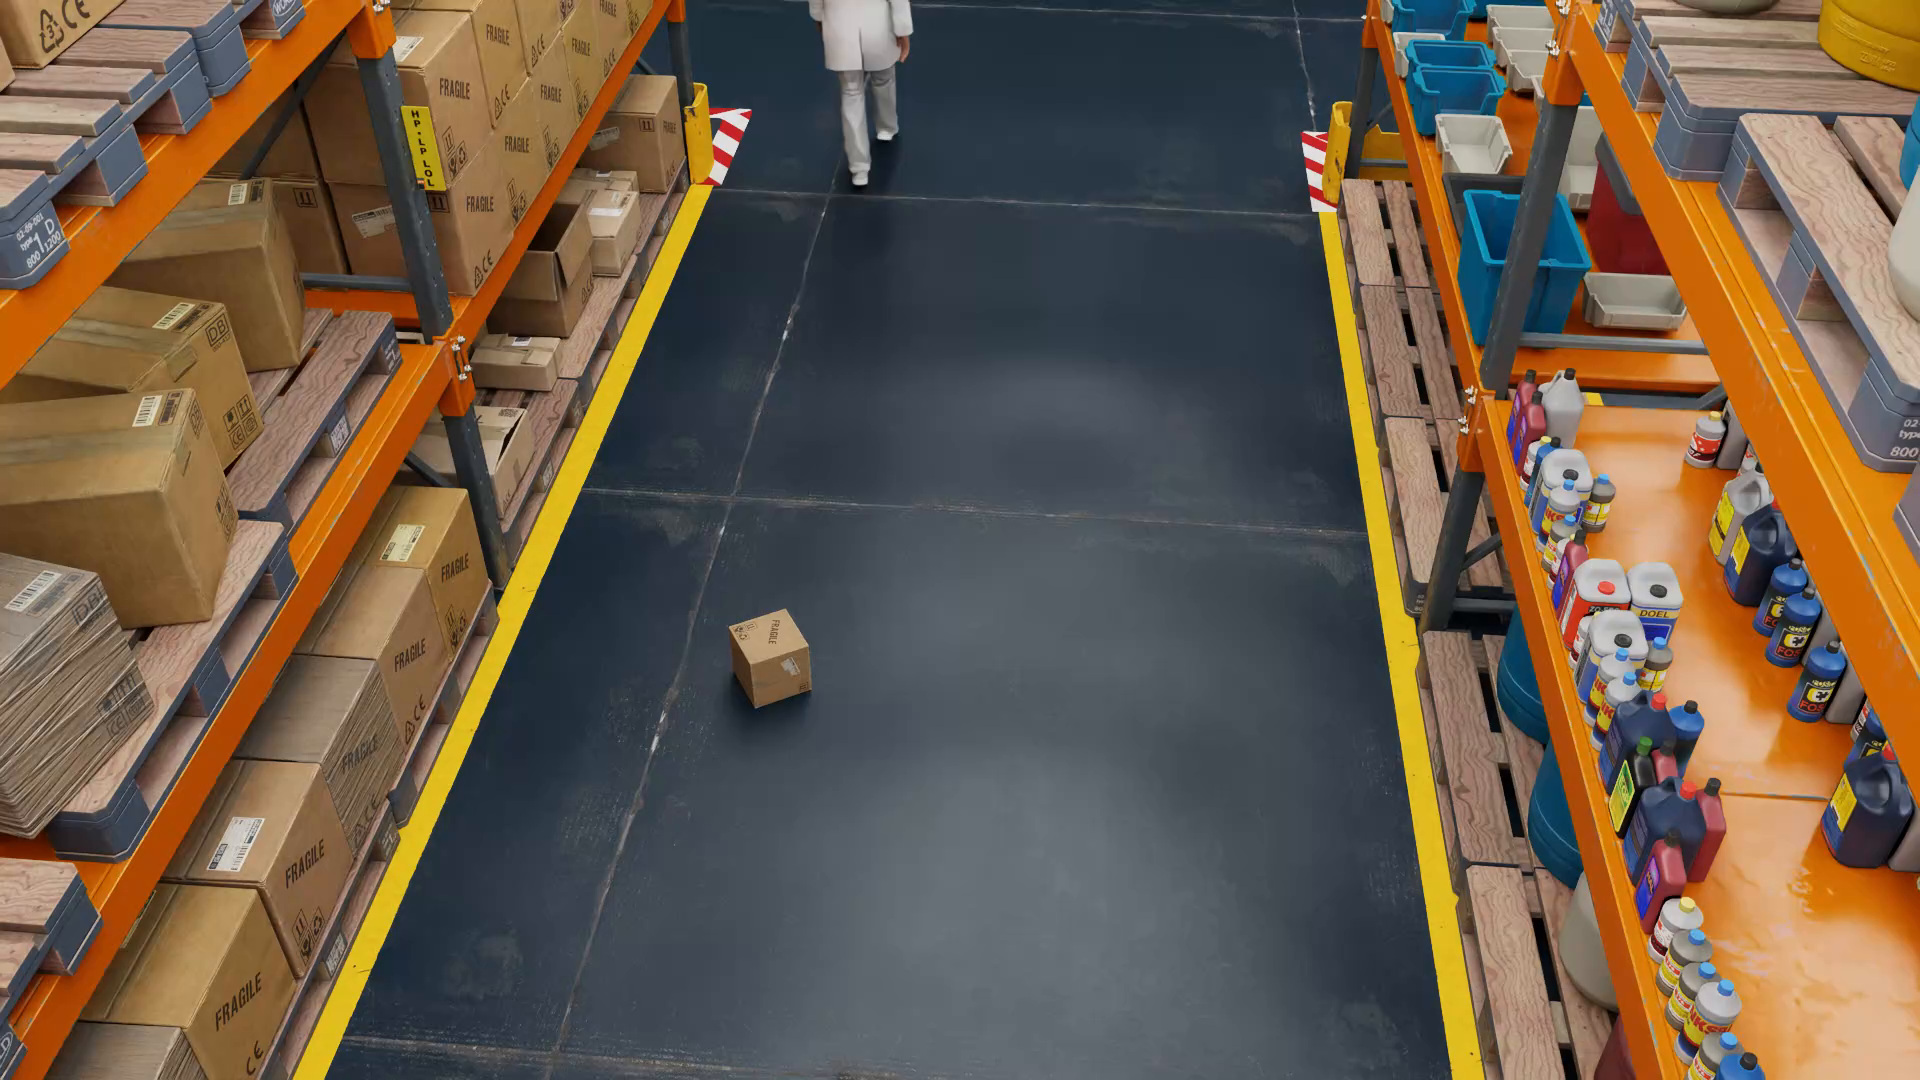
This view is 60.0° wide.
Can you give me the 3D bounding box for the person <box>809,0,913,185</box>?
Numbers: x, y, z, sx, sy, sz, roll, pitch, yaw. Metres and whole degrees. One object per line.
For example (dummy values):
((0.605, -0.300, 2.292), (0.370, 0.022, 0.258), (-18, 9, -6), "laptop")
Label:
((-0.593, -3.088, 9.897), (0.611, 1.760, 0.942), (-3, 40, -3), "person")
